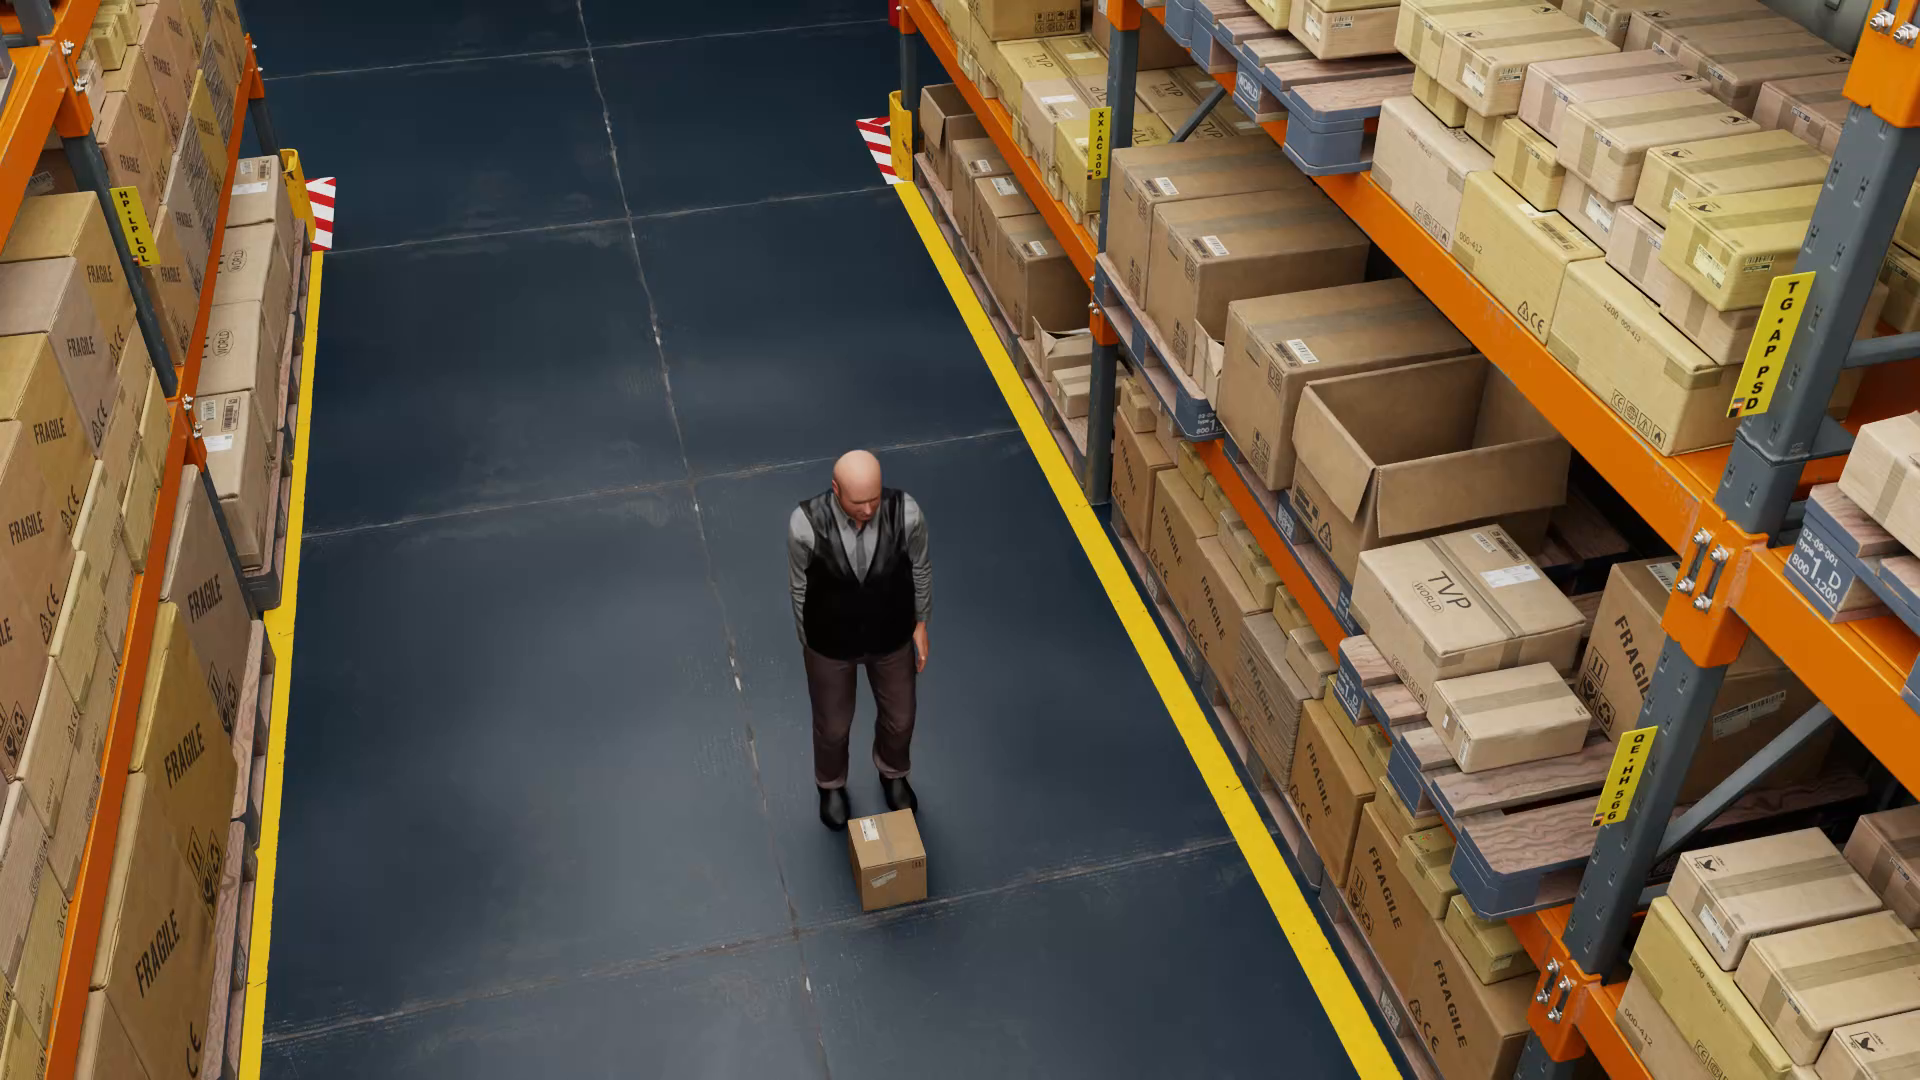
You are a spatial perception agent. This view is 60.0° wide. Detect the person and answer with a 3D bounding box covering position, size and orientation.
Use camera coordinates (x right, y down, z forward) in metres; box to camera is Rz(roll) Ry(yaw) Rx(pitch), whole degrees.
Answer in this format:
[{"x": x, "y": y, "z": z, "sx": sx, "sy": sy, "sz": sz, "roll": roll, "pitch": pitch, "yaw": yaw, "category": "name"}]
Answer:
[{"x": -0.360, "y": 0.367, "z": 6.281, "sx": 0.536, "sy": 1.713, "sz": 0.356, "roll": -9, "pitch": 39, "yaw": -11, "category": "person"}]
